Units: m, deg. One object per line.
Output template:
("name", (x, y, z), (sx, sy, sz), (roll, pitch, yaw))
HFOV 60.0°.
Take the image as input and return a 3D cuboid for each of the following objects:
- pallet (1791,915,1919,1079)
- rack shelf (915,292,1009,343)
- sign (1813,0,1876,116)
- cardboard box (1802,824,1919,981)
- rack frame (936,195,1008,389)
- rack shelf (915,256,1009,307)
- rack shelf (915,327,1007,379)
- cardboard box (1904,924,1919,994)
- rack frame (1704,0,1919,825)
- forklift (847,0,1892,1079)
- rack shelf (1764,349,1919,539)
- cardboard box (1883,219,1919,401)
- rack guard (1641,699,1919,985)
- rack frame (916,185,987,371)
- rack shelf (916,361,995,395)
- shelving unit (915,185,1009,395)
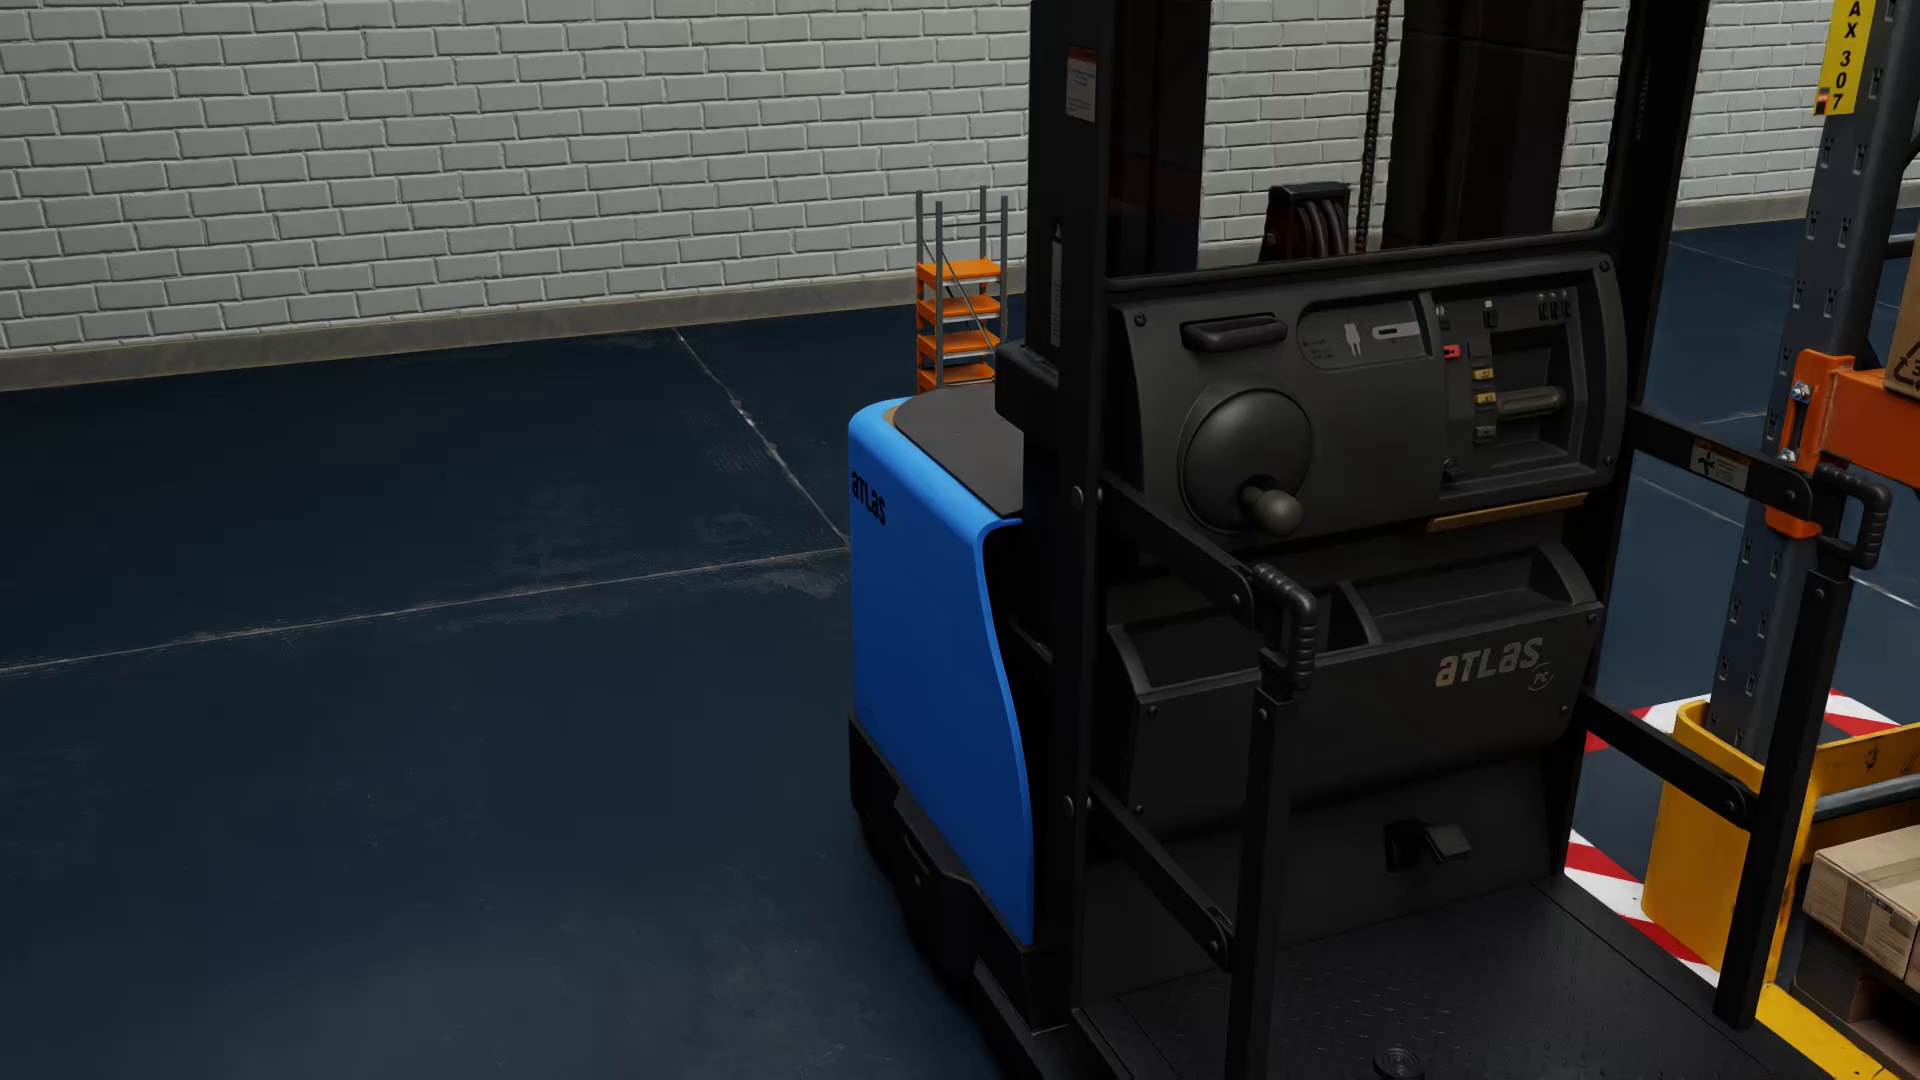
("pallet", (2.414, 0.999, 3.109), (1.003, 0.211, 1.213), (-8, 24, -19))
("rack shelf", (0.005, -0.728, 5.429), (0.258, 0.103, 0.180), (-8, 24, -19))
("sign", (1.597, -0.928, 2.975), (0.100, 0.325, 0.005), (-8, 24, -19))
("cardboard box", (1.931, 0.707, 3.315), (0.380, 0.149, 0.250), (-8, 24, -19))
("rack frame", (0.037, -0.514, 5.426), (0.240, 1.200, 0.006), (-8, 24, -19))
("rack shelf", (0.005, -0.838, 5.382), (0.258, 0.103, 0.180), (-8, 24, -19))
("rack shelf", (0.005, -0.617, 5.475), (0.258, 0.103, 0.180), (-8, 24, -19))
("cardboard box", (2.020, 0.790, 3.096), (0.380, 0.166, 0.250), (-8, 24, -19))
("rack frame", (2.105, -0.603, 3.319), (1.000, 3.000, 0.127), (-8, 24, -19))
("forklift", (0.768, -0.212, 2.480), (1.130, 2.935, 3.031), (-9, 25, -21))
("rack shelf", (2.811, 0.455, 1.735), (1.077, 0.370, 4.000), (-8, 24, -19))
("cardboard box", (2.015, -0.452, 2.832), (0.500, 0.500, 0.500), (-8, 24, -18))
("rack guard", (2.132, 0.576, 3.739), (1.175, 0.500, 0.348), (-8, 24, -19))
("rack frame", (-0.027, -0.581, 5.583), (0.240, 1.200, 0.006), (-8, 24, -19))
("rack shelf", (0.005, -0.507, 5.522), (0.258, 0.103, 0.180), (-8, 24, -19))
("shelving unit", (0.005, -0.548, 5.504), (0.258, 1.200, 0.189), (-8, 24, -19))
